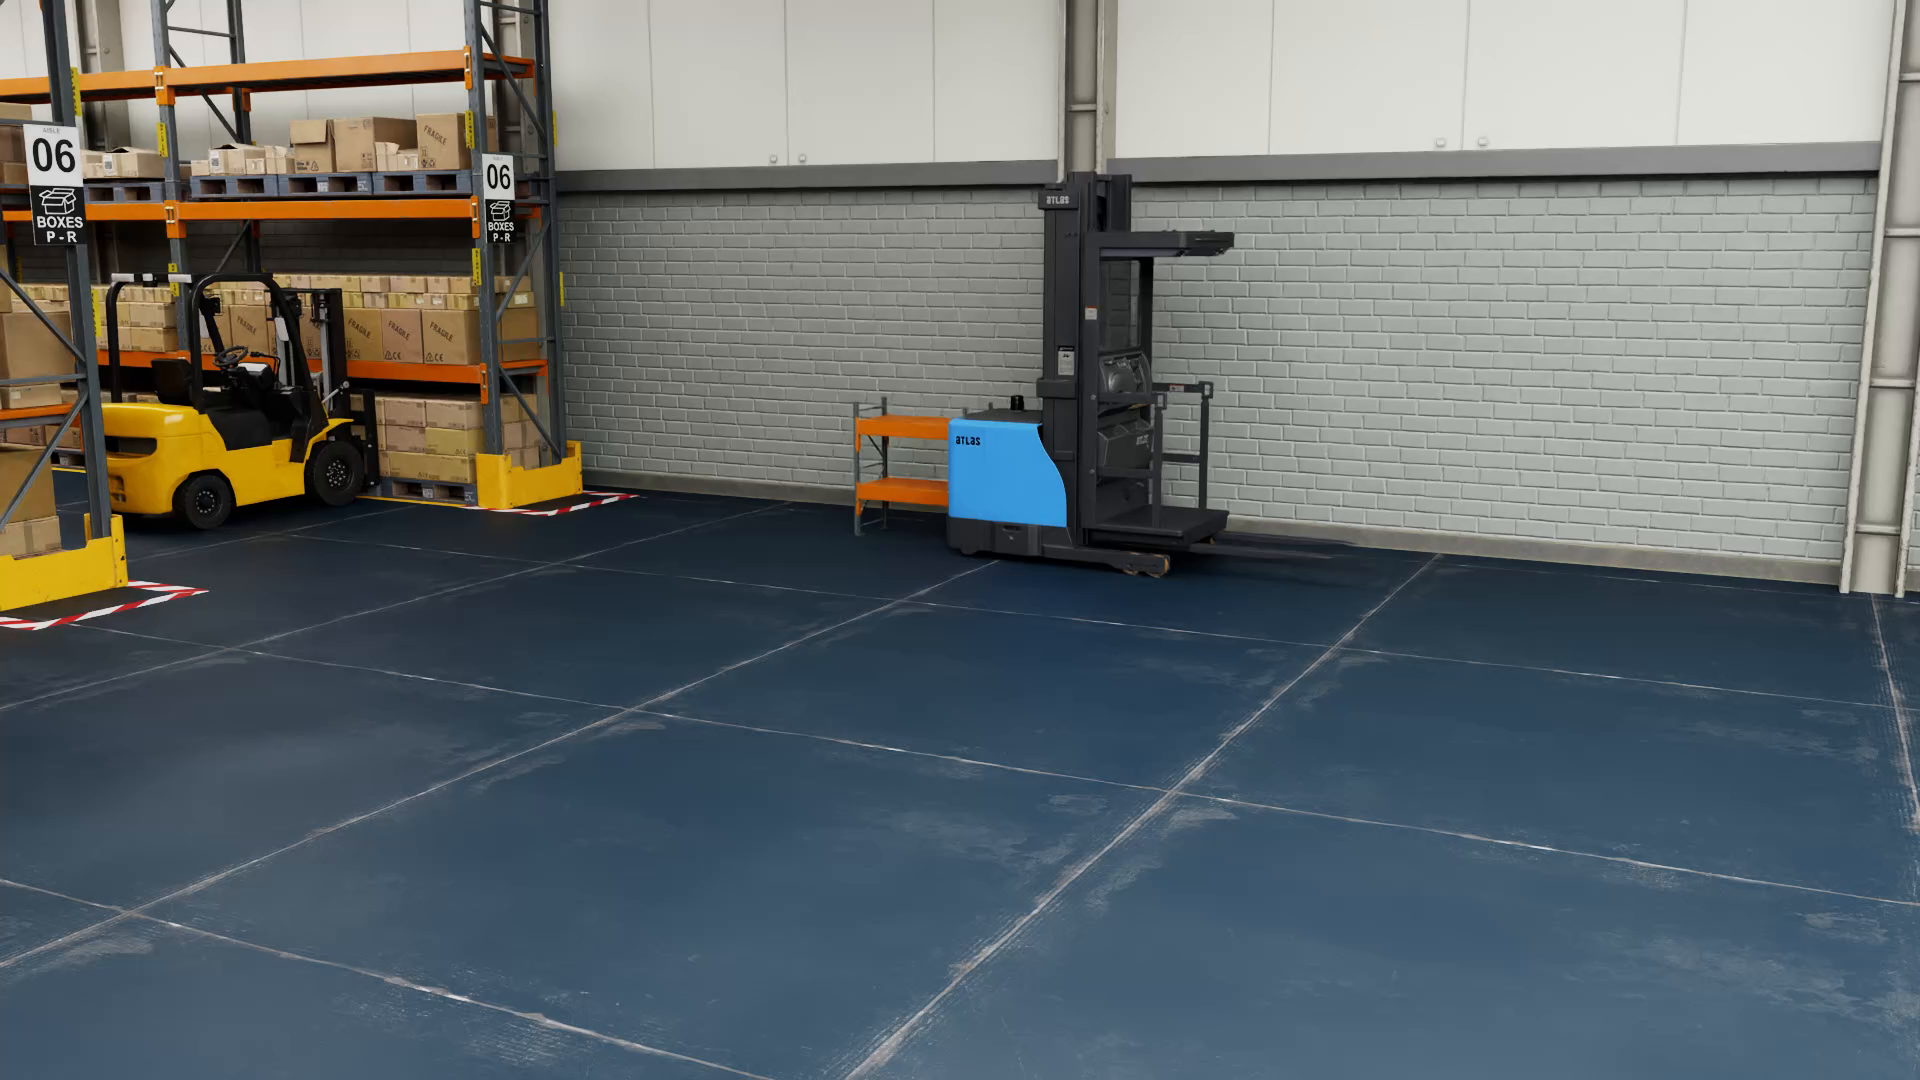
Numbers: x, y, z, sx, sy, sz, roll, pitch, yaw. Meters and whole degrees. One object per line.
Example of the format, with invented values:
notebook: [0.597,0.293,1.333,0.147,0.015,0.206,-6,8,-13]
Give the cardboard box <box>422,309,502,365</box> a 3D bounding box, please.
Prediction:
cardboard box: [-4.662,-1.909,15.576,0.500,0.500,0.500,5,11,25]

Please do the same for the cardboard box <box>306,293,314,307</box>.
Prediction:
cardboard box: [-6.144,-2.355,16.216,0.250,0.149,0.380,5,11,25]

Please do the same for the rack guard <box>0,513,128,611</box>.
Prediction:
rack guard: [-6.366,0.154,11.476,0.348,0.500,1.175,5,11,26]

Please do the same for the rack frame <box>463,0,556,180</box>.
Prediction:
rack frame: [-4.104,-4.815,15.068,0.127,3.000,1.000,5,11,26]

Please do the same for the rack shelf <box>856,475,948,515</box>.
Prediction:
rack shelf: [-0.302,-0.343,13.839,1.000,0.278,0.538,5,12,28]

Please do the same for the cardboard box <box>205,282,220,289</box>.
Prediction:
cardboard box: [-7.537,-2.621,16.850,0.250,0.149,0.380,5,12,27]

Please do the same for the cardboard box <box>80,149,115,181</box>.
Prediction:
cardboard box: [-9.137,-3.945,17.473,0.500,0.311,0.500,5,11,24]

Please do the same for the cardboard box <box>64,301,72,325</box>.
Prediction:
cardboard box: [-9.166,-2.429,17.746,0.500,0.250,0.500,5,12,27]

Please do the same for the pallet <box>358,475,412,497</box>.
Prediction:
pallet: [-5.899,-0.641,16.679,1.213,0.211,1.003,5,11,26]

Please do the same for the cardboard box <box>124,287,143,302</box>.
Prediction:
cardboard box: [-8.532,-2.583,17.479,0.250,0.149,0.380,5,11,26]

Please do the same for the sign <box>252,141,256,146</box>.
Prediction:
sign: [-7.447,-4.037,17.514,0.005,0.325,0.100,5,11,26]

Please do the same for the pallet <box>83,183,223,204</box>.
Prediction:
pallet: [-8.488,-3.628,17.466,1.217,0.209,0.805,5,11,24]

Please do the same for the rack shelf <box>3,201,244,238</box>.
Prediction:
rack shelf: [-9.485,-3.458,18.012,4.000,0.370,1.077,5,11,26]

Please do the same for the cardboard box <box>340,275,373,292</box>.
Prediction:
cardboard box: [-5.708,-2.457,15.946,0.250,0.149,0.380,5,12,27]

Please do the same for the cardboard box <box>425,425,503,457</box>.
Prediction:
cardboard box: [-4.679,-0.951,15.701,0.500,0.250,0.500,5,11,25]

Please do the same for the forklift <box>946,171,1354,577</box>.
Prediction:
forklift: [1.436,-1.275,12.547,3.031,2.935,1.130,5,12,28]

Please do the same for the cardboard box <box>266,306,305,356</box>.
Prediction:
cardboard box: [-6.480,-2.073,16.480,0.500,0.500,0.500,5,11,25]

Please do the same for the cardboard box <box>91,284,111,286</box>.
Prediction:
cardboard box: [-9.512,-2.751,18.404,0.250,0.149,0.380,5,12,27]

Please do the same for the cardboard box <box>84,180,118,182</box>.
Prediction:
cardboard box: [-9.336,-3.955,17.933,0.250,0.166,0.380,5,11,26]

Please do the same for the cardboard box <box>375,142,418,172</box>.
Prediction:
cardboard box: [-5.209,-3.566,15.504,0.258,0.266,0.396,5,11,26]

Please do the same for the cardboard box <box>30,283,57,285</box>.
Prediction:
cardboard box: [-10.408,-2.836,18.874,0.250,0.149,0.380,5,11,26]

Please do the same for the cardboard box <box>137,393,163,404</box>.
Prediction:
cardboard box: [-8.165,-1.256,17.735,0.625,0.625,0.875,6,12,28]

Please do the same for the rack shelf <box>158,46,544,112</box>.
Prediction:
rack shelf: [-5.898,-4.422,16.039,4.000,0.370,1.077,5,11,26]

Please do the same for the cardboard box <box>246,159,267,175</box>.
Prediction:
cardboard box: [-6.734,-3.642,16.255,0.250,0.149,0.380,5,12,28]

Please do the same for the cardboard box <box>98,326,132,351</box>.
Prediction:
cardboard box: [-8.713,-2.141,17.560,0.500,0.250,0.500,5,11,25]

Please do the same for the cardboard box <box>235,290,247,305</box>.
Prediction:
cardboard box: [-7.043,-2.443,16.706,0.250,0.149,0.380,5,11,26]

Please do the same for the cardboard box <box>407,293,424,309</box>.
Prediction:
cardboard box: [-4.987,-2.260,15.691,0.250,0.149,0.380,5,12,27]

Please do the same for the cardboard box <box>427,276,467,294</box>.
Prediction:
cardboard box: [-4.754,-2.387,15.559,0.250,0.149,0.380,5,11,26]

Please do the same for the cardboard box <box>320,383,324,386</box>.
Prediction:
cardboard box: [-6.704,-1.479,17.211,0.500,0.250,0.500,5,11,25]

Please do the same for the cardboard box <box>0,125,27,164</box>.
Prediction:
cardboard box: [-6.630,-2.701,11.394,0.500,0.250,0.500,5,11,25]

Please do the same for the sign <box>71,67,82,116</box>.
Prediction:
sign: [-6.057,-3.063,11.354,0.005,0.325,0.100,5,11,26]

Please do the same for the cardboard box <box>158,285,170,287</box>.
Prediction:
cardboard box: [-8.591,-2.675,17.985,0.250,0.149,0.380,5,11,25]

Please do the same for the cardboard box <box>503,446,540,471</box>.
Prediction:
cardboard box: [-4.458,-0.787,16.196,0.500,0.250,0.500,5,11,26]

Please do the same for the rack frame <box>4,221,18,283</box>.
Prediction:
rack frame: [-11.279,-2.494,19.085,0.127,3.000,1.000,5,11,26]

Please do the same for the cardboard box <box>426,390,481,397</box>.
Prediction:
cardboard box: [-4.901,-1.316,16.311,0.500,0.250,0.500,5,11,26]

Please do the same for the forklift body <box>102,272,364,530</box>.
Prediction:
forklift body: [-6.612,-1.304,14.894,1.214,2.155,2.313,5,11,26]

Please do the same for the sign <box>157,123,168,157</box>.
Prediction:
sign: [-7.923,-3.976,16.520,0.005,0.325,0.100,5,11,26]

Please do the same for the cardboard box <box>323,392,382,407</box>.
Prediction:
cardboard box: [-6.024,-1.314,16.301,0.500,0.250,0.500,5,11,25]

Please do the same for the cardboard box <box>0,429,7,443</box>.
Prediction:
cardboard box: [-10.725,-1.480,18.976,0.625,0.625,0.875,5,12,28]

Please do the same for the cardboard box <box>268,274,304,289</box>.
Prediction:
cardboard box: [-6.600,-2.543,16.421,0.250,0.149,0.380,5,11,25]

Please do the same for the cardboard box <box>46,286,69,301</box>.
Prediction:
cardboard box: [-9.527,-2.643,17.807,0.250,0.149,0.380,5,11,24]

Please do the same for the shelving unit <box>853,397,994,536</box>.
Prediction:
shelving unit: [-0.302,-0.583,13.796,1.048,1.125,0.538,5,12,28]

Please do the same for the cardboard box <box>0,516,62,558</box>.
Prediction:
cardboard box: [-6.898,-0.032,12.023,0.500,0.250,0.500,5,11,25]

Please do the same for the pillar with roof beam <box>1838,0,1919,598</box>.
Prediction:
pillar with roof beam: [4.526,-3.381,7.143,0.400,9.000,9.100,5,11,26]
